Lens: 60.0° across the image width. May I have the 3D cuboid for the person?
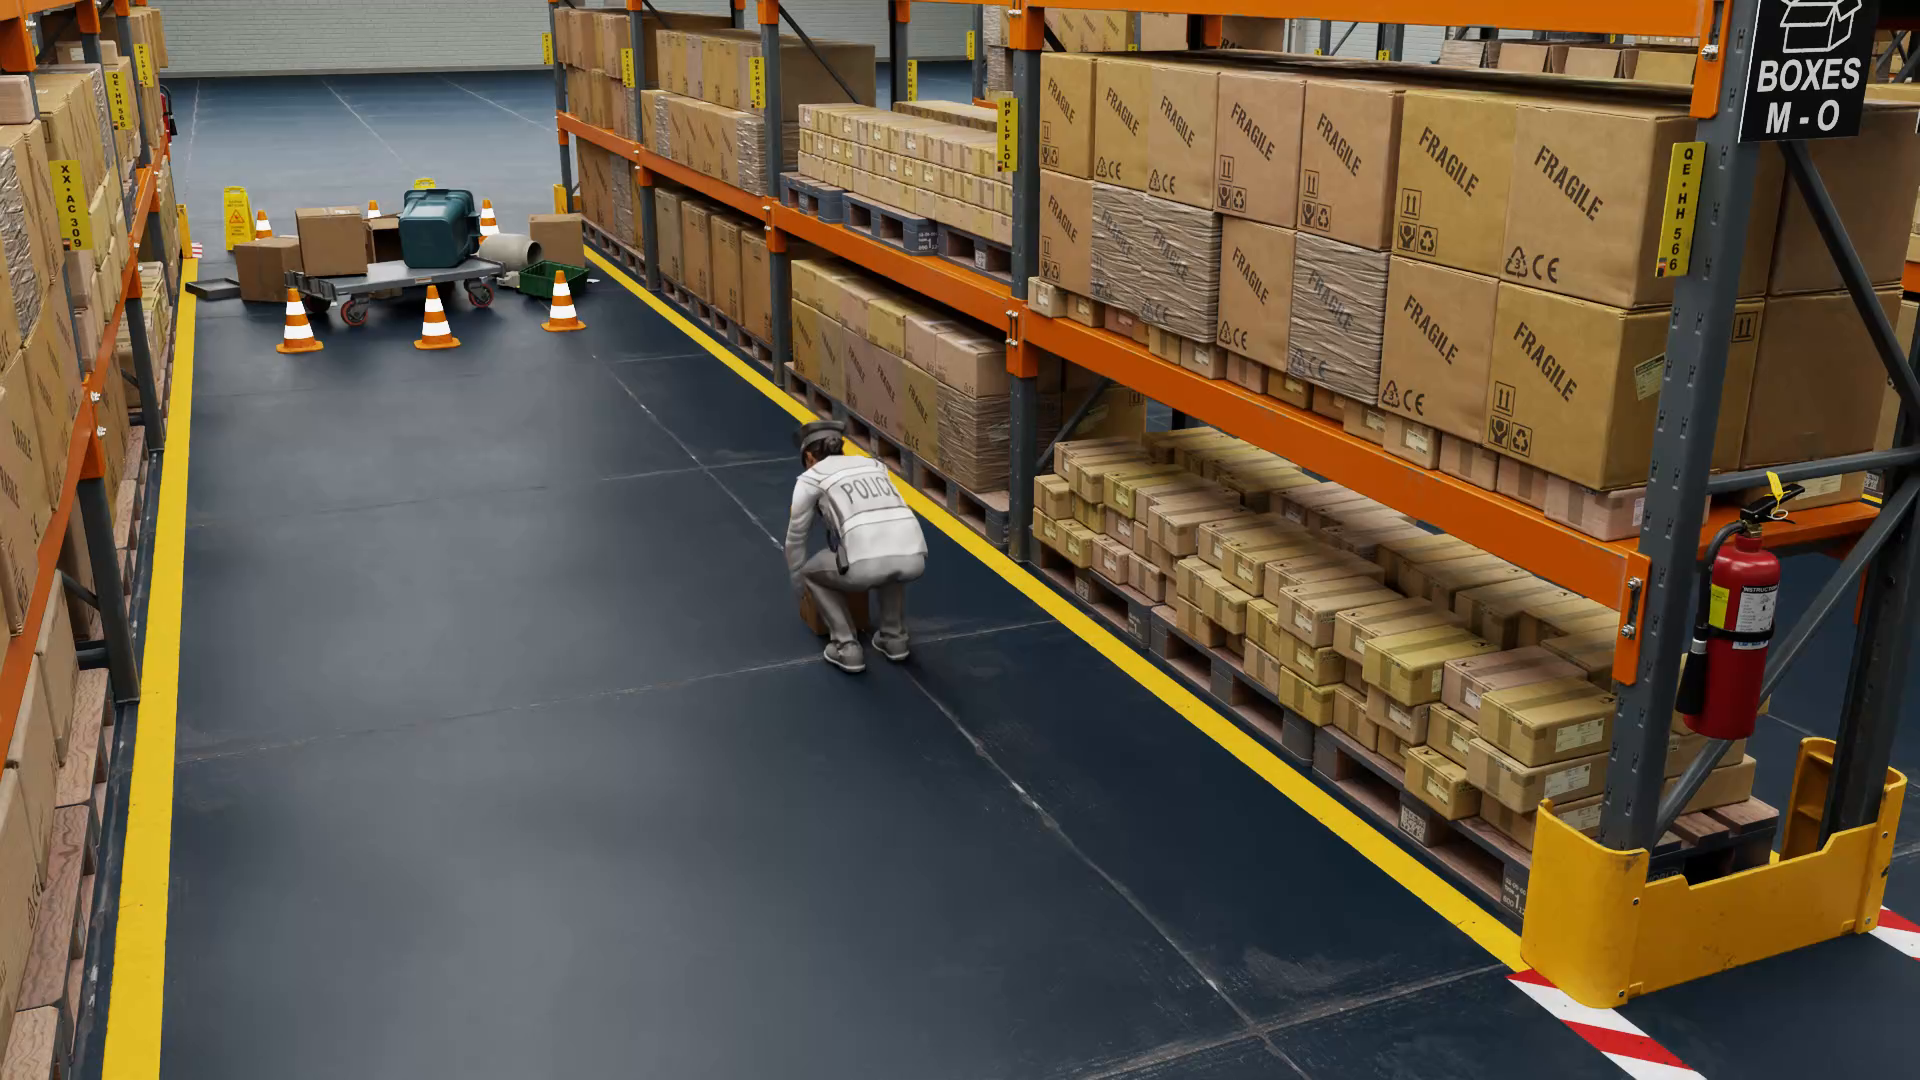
[{"bbox_3d":[-0.462,0.019,7.062,0.489,0.984,0.845,-8,21,-22],"label":"person"}]
